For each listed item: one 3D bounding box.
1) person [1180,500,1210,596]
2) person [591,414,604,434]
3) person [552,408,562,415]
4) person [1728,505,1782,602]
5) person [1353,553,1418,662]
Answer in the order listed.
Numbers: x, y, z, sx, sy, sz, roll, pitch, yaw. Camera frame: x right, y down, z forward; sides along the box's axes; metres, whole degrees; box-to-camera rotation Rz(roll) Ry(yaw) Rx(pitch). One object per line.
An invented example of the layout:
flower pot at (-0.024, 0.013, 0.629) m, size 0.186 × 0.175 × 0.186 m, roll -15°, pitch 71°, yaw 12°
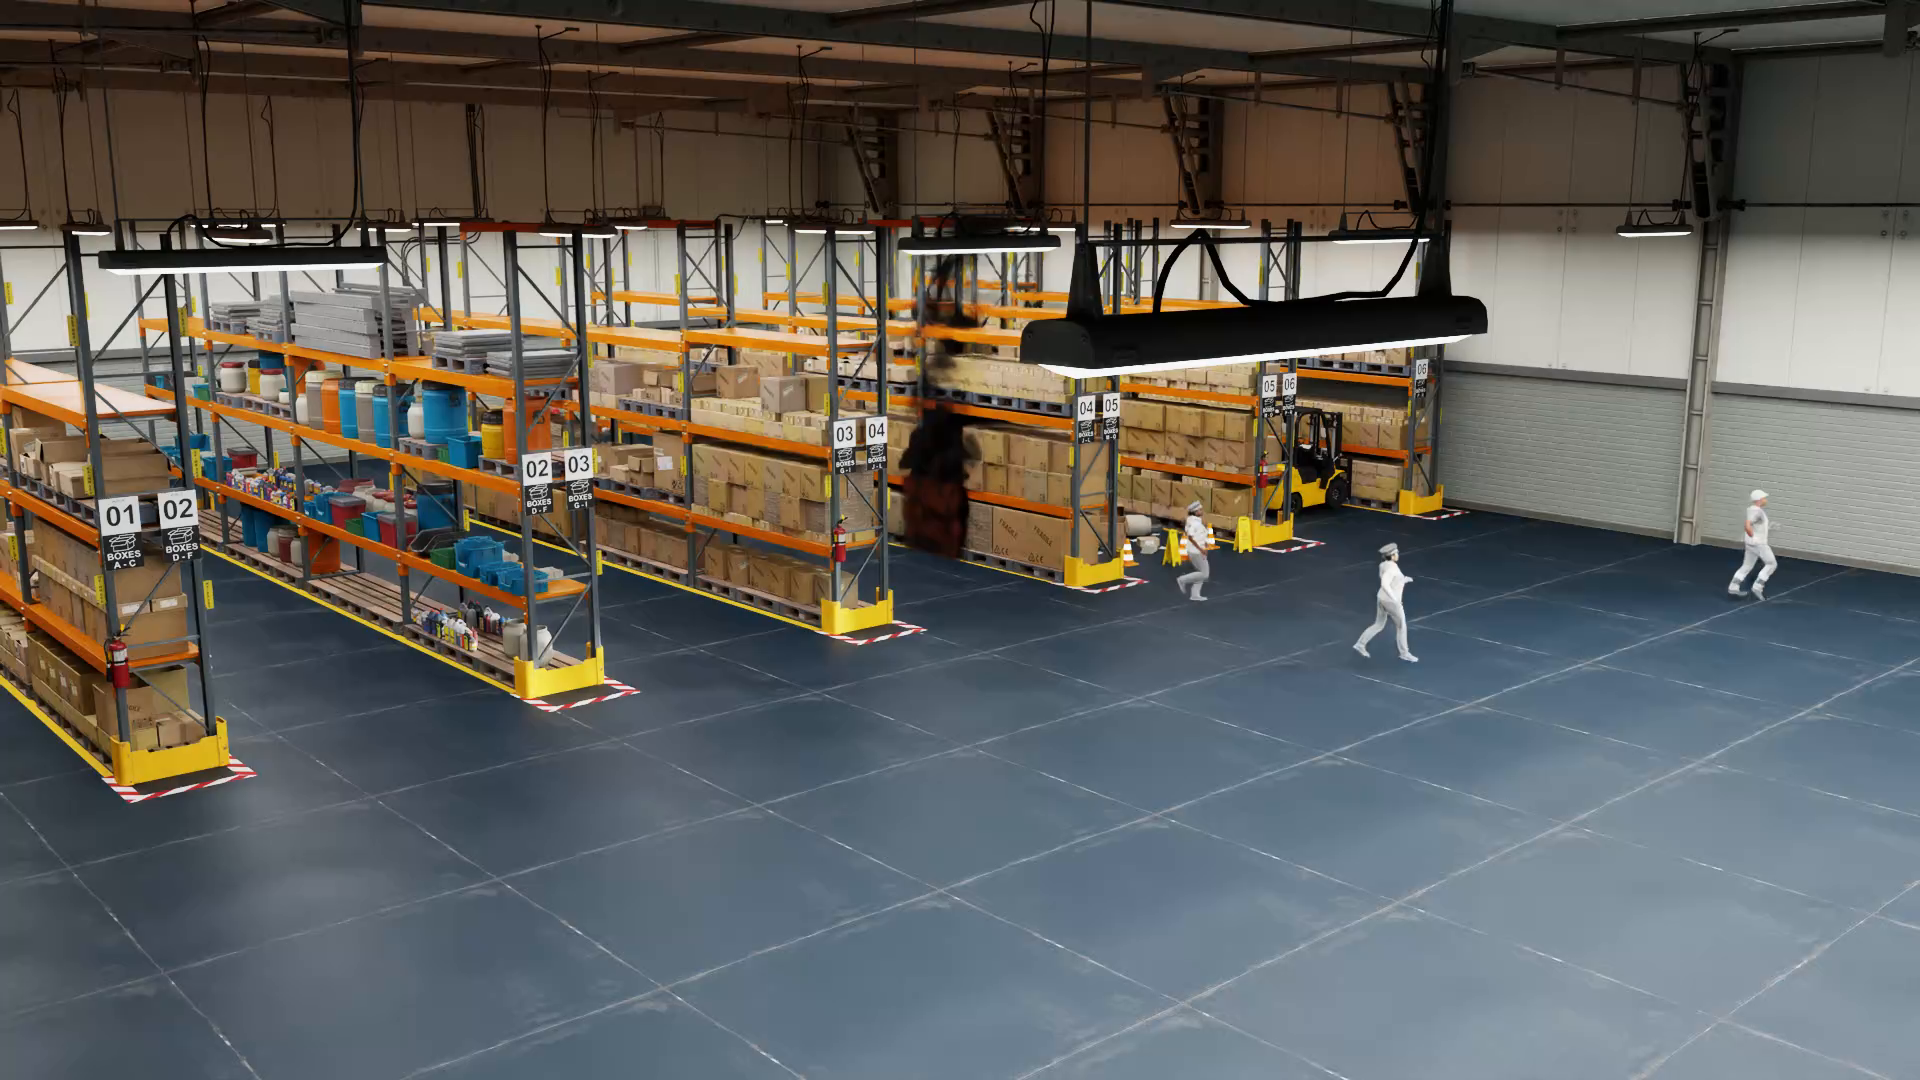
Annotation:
person at (3.805, 0.140, 26.861) m, size 0.508 × 1.589 × 0.575 m, roll 0°, pitch 11°, yaw -2°
person at (-9.017, -2.744, 41.164) m, size 0.657 × 1.689 × 0.676 m, roll -2°, pitch 12°, yaw -9°
person at (-9.430, -2.336, 38.645) m, size 0.740 × 1.460 × 0.341 m, roll -3°, pitch 12°, yaw -14°
person at (12.899, 0.211, 26.930) m, size 0.735 × 1.571 × 0.641 m, roll 1°, pitch 12°, yaw 7°
person at (5.980, 0.894, 23.164) m, size 0.910 × 1.647 × 0.605 m, roll -2°, pitch 12°, yaw -11°
